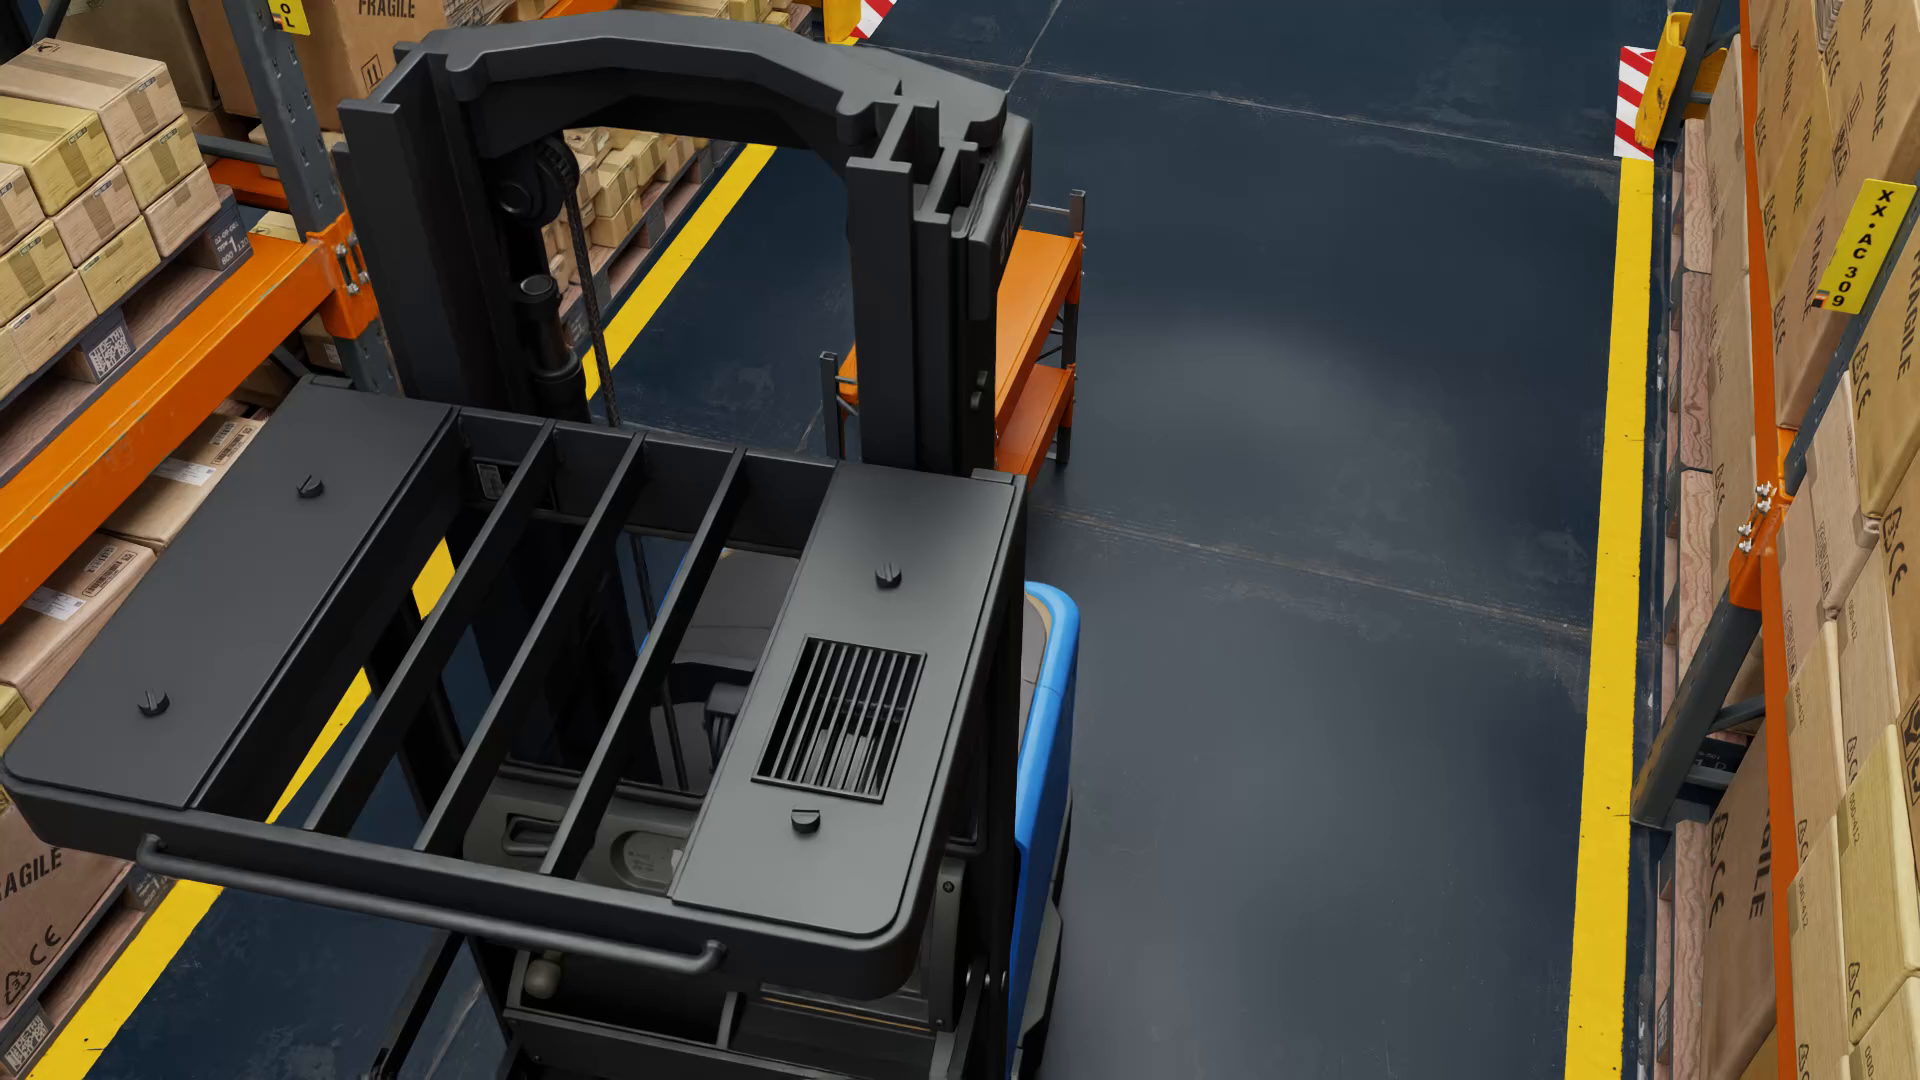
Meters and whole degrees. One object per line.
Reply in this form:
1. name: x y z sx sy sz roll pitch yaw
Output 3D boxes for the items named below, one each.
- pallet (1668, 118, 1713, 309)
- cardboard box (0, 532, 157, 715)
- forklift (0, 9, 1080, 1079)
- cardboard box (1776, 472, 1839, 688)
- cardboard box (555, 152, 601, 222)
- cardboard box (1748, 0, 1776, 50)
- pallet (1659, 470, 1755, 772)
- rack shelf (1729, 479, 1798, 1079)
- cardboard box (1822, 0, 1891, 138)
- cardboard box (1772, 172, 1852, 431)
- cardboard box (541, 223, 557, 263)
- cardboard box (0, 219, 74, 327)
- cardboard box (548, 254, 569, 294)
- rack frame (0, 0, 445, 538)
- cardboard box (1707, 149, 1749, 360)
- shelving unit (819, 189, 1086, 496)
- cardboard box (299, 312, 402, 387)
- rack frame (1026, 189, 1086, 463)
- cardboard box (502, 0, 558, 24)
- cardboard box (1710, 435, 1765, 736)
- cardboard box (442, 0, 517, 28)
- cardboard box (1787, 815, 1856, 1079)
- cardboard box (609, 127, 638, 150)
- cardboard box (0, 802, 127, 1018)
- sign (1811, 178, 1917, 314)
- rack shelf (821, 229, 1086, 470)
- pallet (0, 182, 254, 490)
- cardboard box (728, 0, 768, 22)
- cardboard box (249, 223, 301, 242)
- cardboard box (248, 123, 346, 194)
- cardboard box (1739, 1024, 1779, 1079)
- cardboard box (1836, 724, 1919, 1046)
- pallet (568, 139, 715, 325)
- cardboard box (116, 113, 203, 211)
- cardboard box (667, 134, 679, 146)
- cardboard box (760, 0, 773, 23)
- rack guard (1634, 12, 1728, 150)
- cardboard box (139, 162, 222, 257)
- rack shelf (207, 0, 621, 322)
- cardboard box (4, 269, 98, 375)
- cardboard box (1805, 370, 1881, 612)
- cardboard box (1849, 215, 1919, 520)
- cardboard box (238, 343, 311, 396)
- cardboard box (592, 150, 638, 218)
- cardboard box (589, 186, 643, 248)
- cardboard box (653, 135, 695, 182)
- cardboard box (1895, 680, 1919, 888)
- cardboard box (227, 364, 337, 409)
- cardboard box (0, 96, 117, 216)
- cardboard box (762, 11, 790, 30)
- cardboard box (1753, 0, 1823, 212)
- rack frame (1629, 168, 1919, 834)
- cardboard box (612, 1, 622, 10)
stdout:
1. pallet: 3.509 -1.292 6.919 1.003 0.211 1.213 13 46 13
2. cardboard box: -2.436 0.212 4.339 0.500 0.250 0.500 15 46 14
3. forklift: -0.498 0.776 2.862 1.130 2.935 3.031 8 45 9
4. cardboard box: 2.081 0.119 3.591 0.500 0.250 0.500 12 46 12
5. cardboard box: -1.599 -1.364 6.312 0.380 0.149 0.250 13 46 13
6. cardboard box: 2.960 -1.936 5.513 0.500 0.500 0.500 12 46 12
7. pallet: 2.770 0.334 5.257 1.003 0.211 1.213 13 46 13
8. rack shelf: 1.860 1.418 2.670 1.077 0.370 4.000 13 46 13
9. cardboard box: 2.507 -1.275 4.121 0.500 0.500 0.500 12 46 12
10. cardboard box: 2.362 -0.571 4.117 0.500 0.500 0.500 13 46 13
11. cardboard box: -1.753 -1.101 6.256 0.380 0.149 0.250 10 45 10
12. cardboard box: -2.372 -0.672 3.959 0.380 0.149 0.250 14 46 14
13. cardboard box: -1.731 -0.993 6.358 0.380 0.149 0.250 12 46 12
14. rack frame: -2.283 -1.153 4.784 1.000 3.000 0.127 13 46 13
15. cardboard box: 3.303 -1.000 6.159 0.875 0.438 0.875 14 46 14
16. shelving unit: 0.002 -0.407 5.361 0.538 1.125 1.048 13 46 13
17. cardboard box: -1.981 -0.683 5.616 0.380 0.149 0.250 14 46 14
18. rack frame: 0.156 -0.745 5.707 0.500 1.125 0.032 13 46 13
19. cardboard box: -1.620 -1.894 5.720 0.380 0.149 0.250 13 46 13
20. cardboard box: 2.758 0.198 4.935 0.875 0.438 0.875 12 46 12
21. cardboard box: -1.750 -1.903 5.266 0.500 0.500 0.500 13 46 12
22. cardboard box: 1.755 0.802 2.892 0.500 0.250 0.500 12 46 12
23. cardboard box: -1.483 -1.719 6.675 0.380 0.149 0.250 13 46 13
24. cardboard box: -2.582 0.820 4.254 0.500 0.500 0.500 12 46 12
25. sign: 1.936 -0.626 3.570 0.100 0.325 0.005 13 46 13
26. rack shelf: 0.002 -0.616 5.156 0.538 0.278 1.000 13 46 13
27. pallet: -2.653 -0.606 4.362 1.003 0.211 1.213 13 46 13
28. cardboard box: -1.078 -2.402 7.372 0.380 0.149 0.250 12 46 12
29. cardboard box: -2.383 -0.968 5.907 0.380 0.149 0.250 13 46 13
30. cardboard box: -1.885 -1.183 4.994 0.380 0.149 0.250 14 46 14
31. cardboard box: 2.088 1.471 3.321 0.875 0.875 0.875 14 46 14
32. cardboard box: 1.754 0.621 2.721 0.500 0.250 0.500 13 46 13
33. pallet: -1.745 -1.427 7.058 1.003 0.211 1.213 13 46 13
34. cardboard box: -2.215 -1.013 4.307 0.380 0.149 0.250 14 46 14
35. cardboard box: -1.355 -1.783 6.953 0.380 0.149 0.250 15 46 15
36. cardboard box: -1.090 -2.482 7.667 0.380 0.149 0.250 12 46 12
37. rack guard: 3.684 -1.961 7.396 1.175 0.500 0.348 13 46 13
38. cardboard box: -2.214 -0.907 4.411 0.380 0.149 0.250 12 46 12
39. rack shelf: -1.677 -2.229 6.398 1.077 0.370 4.000 13 46 13
40. cardboard box: -2.370 -0.568 4.065 0.380 0.149 0.250 12 46 12
41. cardboard box: 2.064 -0.063 3.420 0.500 0.250 0.500 11 46 11
42. cardboard box: 2.058 -0.333 3.159 0.500 0.500 0.500 13 46 13
43. cardboard box: -2.490 -0.668 5.813 0.380 0.149 0.250 13 46 13
44. cardboard box: -1.510 -1.435 6.597 0.380 0.149 0.250 12 46 12
45. cardboard box: -1.512 -1.332 6.705 0.380 0.149 0.250 11 46 11
46. cardboard box: -1.357 -1.676 7.056 0.380 0.149 0.250 13 46 13
47. cardboard box: 1.776 0.346 2.465 0.500 0.500 0.500 11 46 12
48. cardboard box: -2.489 -0.618 5.975 0.380 0.149 0.250 13 46 13
49. cardboard box: -2.299 -0.938 4.018 0.380 0.149 0.250 11 45 11
50. cardboard box: -1.013 -2.363 7.758 0.380 0.149 0.250 14 46 14
51. cardboard box: 2.651 -1.253 4.815 0.500 0.500 0.500 12 46 12
52. rack frame: 2.466 -0.172 3.781 1.000 3.000 0.127 13 46 13
53. cardboard box: -1.717 -2.353 7.322 0.380 0.149 0.250 10 45 11
